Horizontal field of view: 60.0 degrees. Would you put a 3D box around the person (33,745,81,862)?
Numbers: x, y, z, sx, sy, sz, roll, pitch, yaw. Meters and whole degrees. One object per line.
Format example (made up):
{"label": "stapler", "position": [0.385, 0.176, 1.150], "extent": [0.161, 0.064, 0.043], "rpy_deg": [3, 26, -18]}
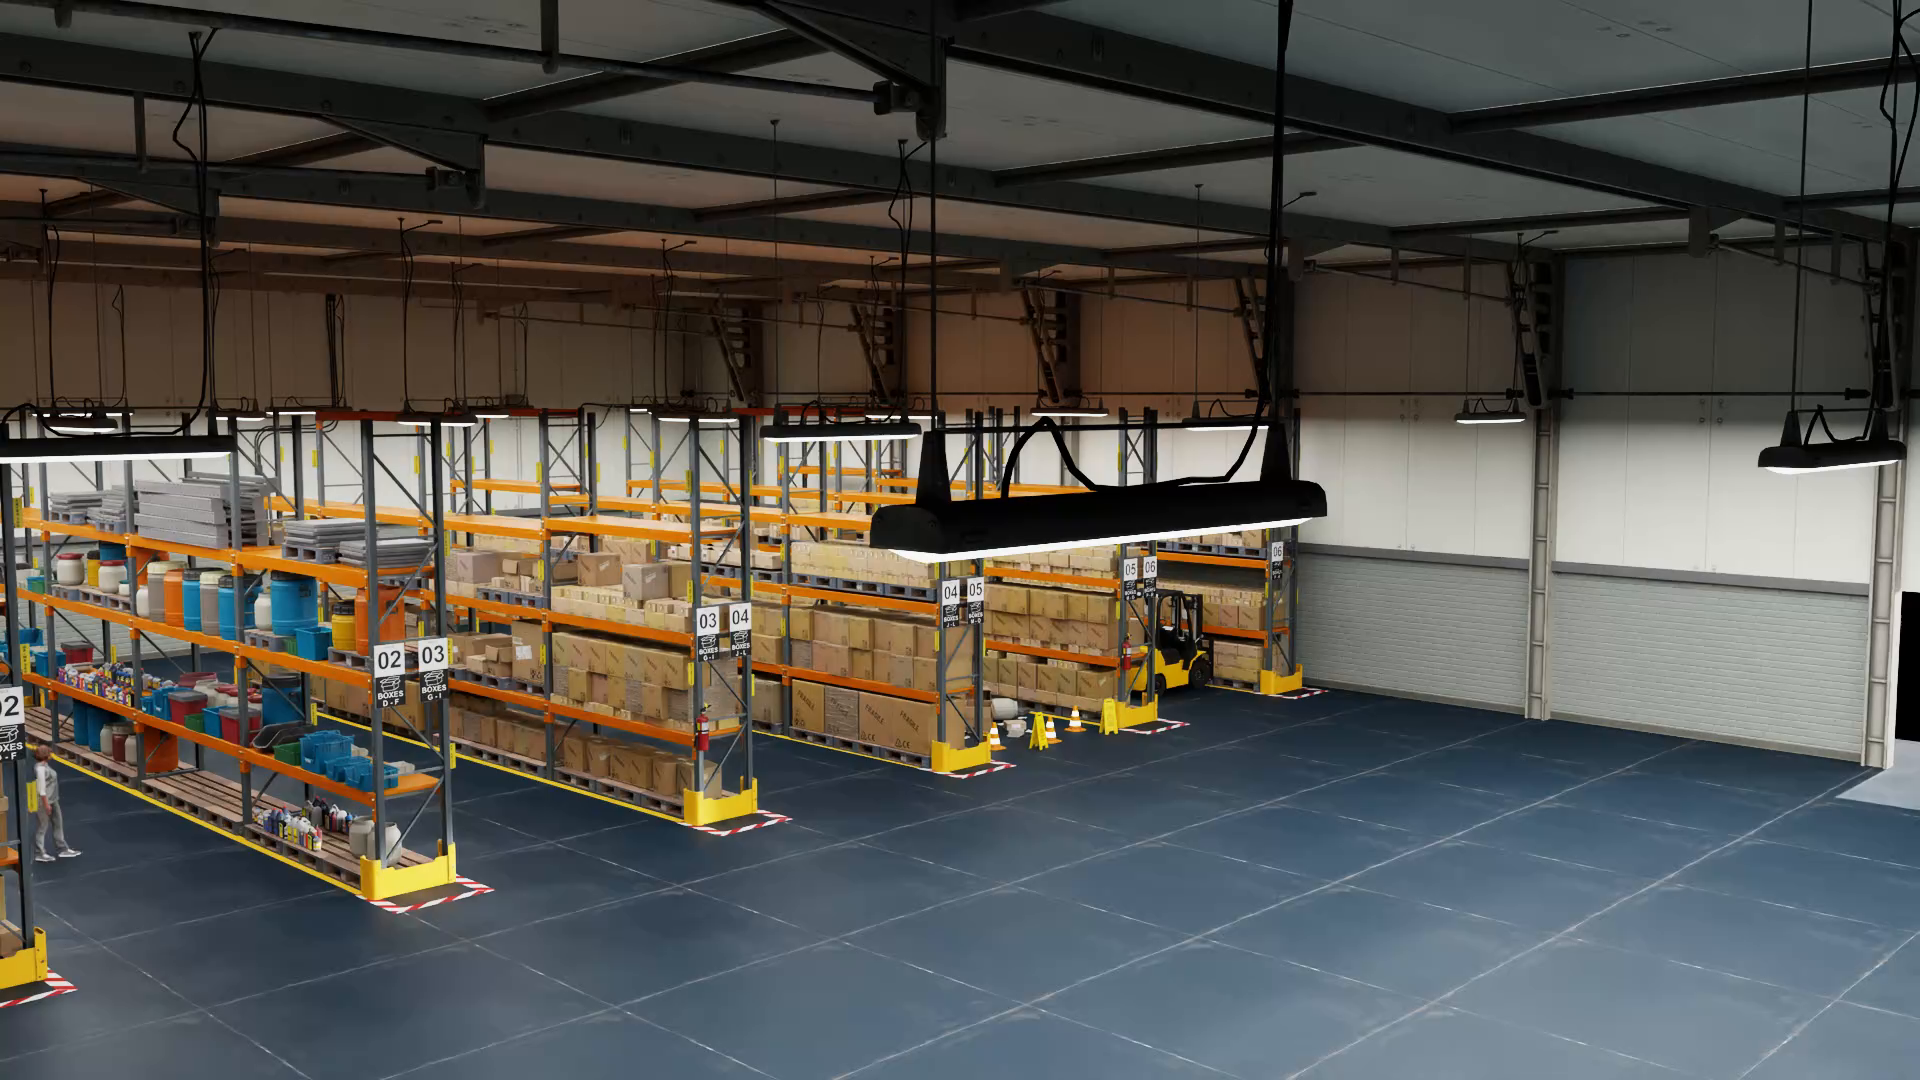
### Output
{"label": "person", "position": [-12.271, 3.549, 22.469], "extent": [0.530, 1.596, 0.462], "rpy_deg": [0, 5, -5]}
